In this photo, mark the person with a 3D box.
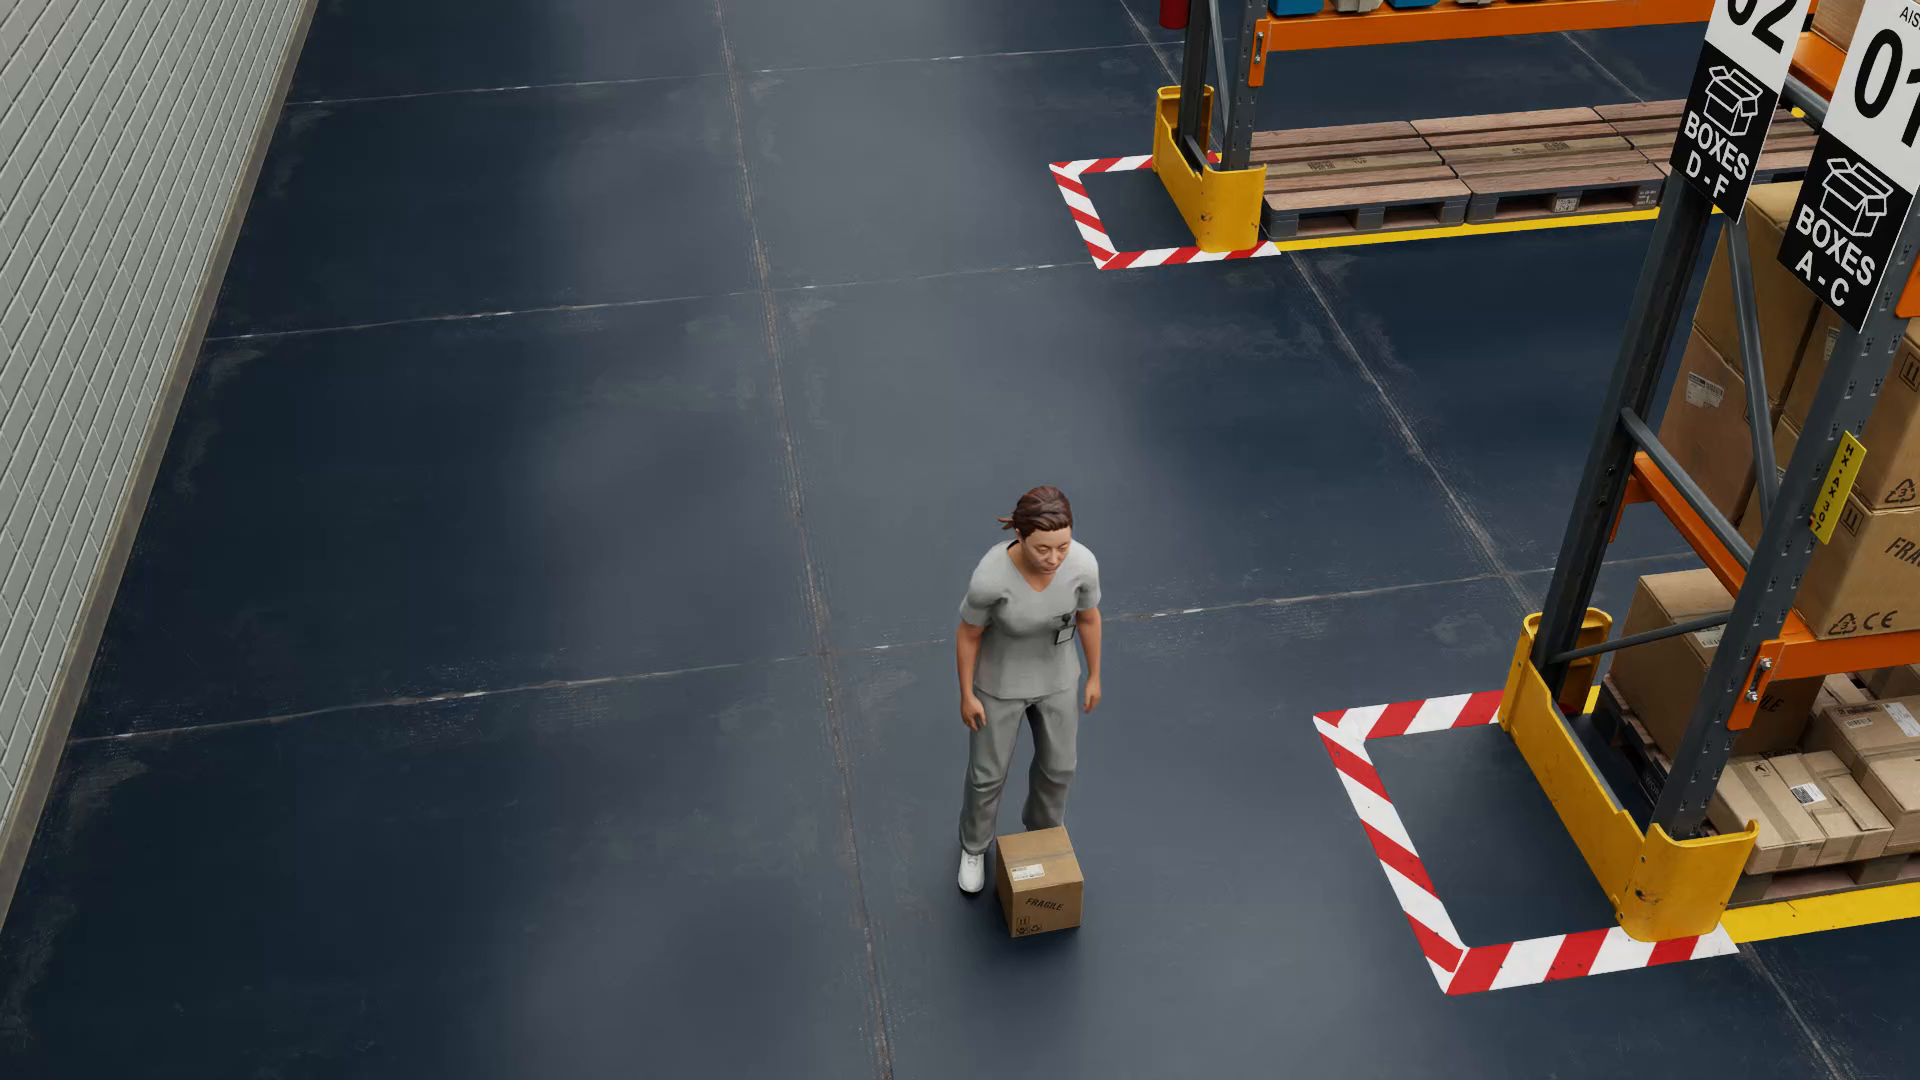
[{"bbox_3d":[0.223,0.495,5.555,0.512,1.653,0.353,-8,39,-10],"label":"person"}]
